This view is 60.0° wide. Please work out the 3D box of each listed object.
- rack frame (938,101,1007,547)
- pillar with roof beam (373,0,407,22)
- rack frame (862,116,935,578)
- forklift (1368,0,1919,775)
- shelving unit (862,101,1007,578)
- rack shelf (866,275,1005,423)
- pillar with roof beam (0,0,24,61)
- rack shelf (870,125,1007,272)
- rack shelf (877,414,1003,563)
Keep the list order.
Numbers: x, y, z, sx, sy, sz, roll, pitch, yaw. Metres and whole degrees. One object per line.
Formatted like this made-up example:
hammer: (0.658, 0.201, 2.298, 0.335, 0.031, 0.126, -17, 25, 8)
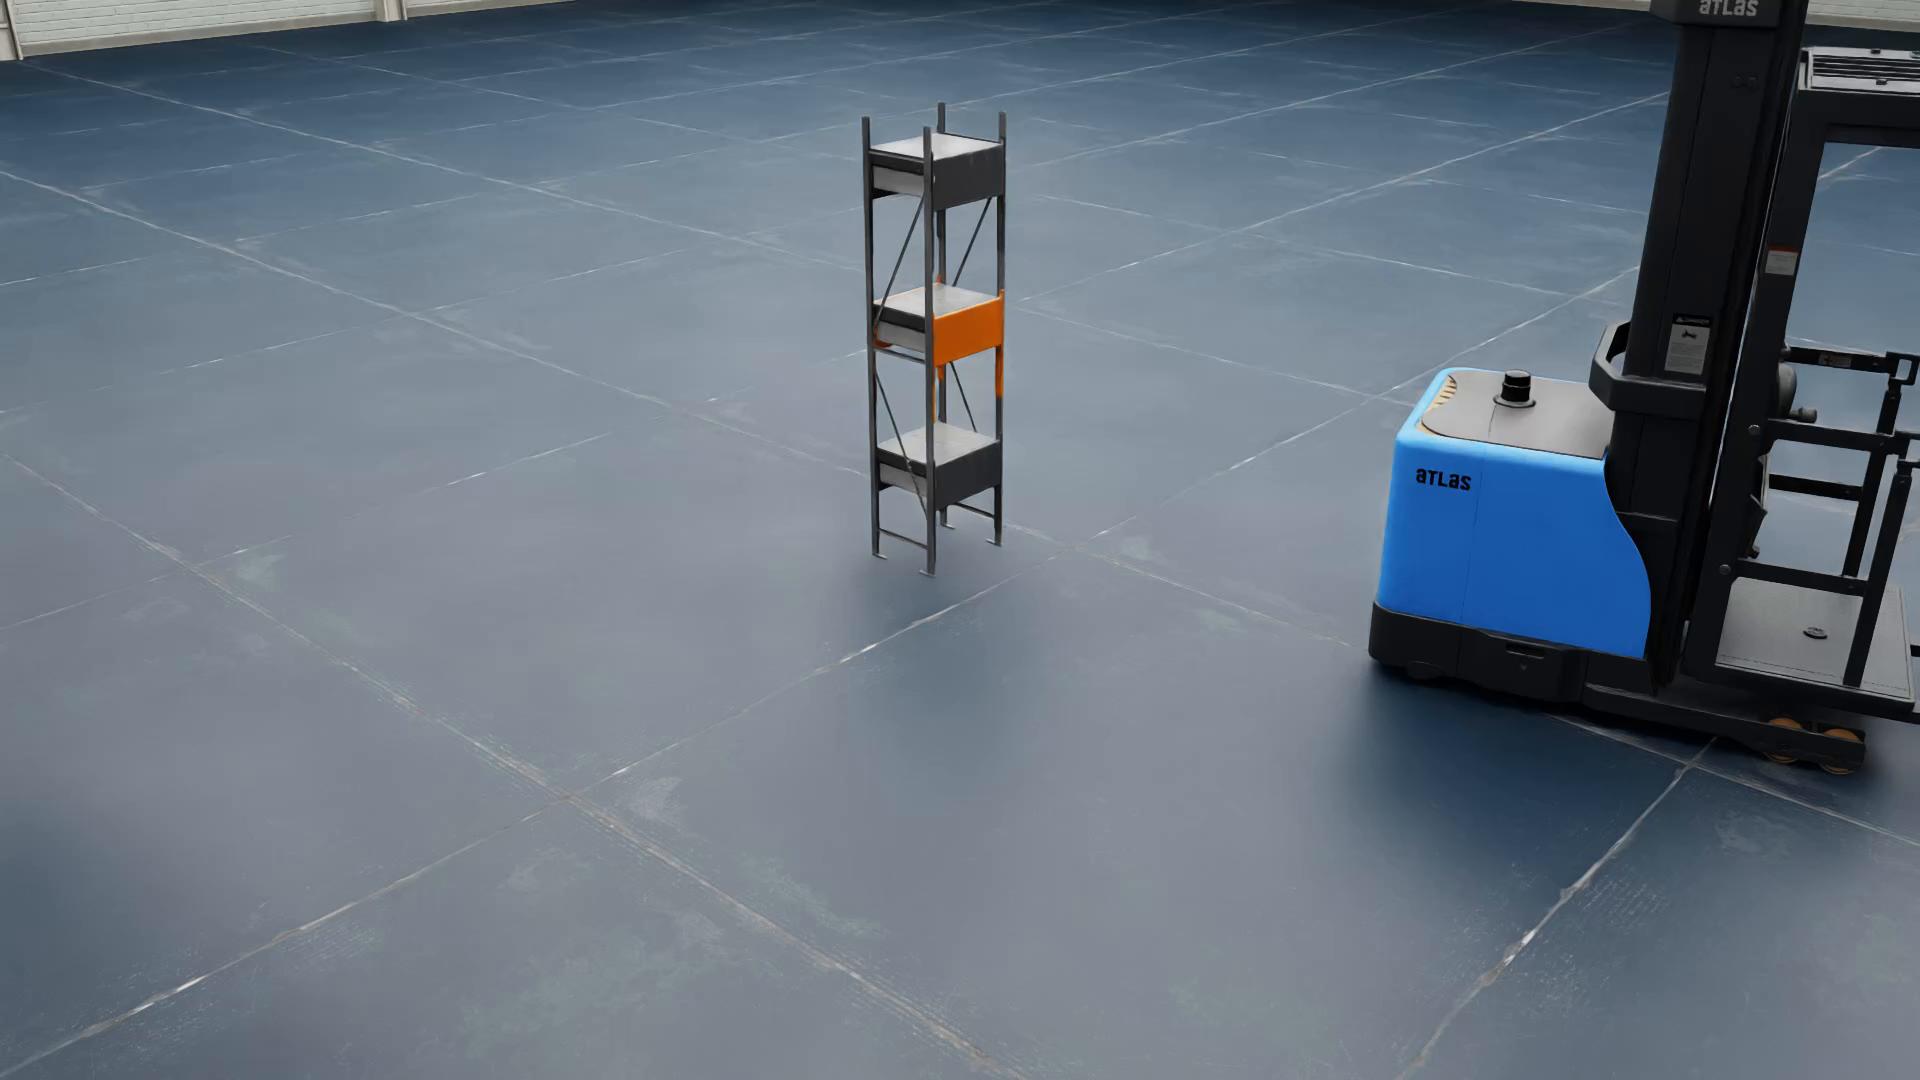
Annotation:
rack frame: (0.052, -0.982, 7.874, 0.400, 2.100, 0.015, 20, 31, 38)
pillar with roof beam: (-6.111, -11.455, 22.799, 9.100, 9.000, 0.400, 20, 31, 38)
rack frame: (-0.273, -0.833, 7.542, 0.400, 2.100, 0.015, 20, 31, 38)
forklift: (3.280, -0.701, 6.230, 3.031, 2.935, 1.130, 11, 26, 23)
shelving unit: (-0.110, -0.908, 7.708, 0.431, 2.100, 0.503, 20, 31, 38)
rack shelf: (-0.110, -0.895, 7.714, 0.431, 0.518, 0.480, 20, 31, 38)
pillar with roof beam: (-10.115, -9.627, 18.722, 9.100, 9.000, 0.400, 20, 31, 38)
rack shelf: (-0.110, -1.534, 7.427, 0.431, 0.518, 0.480, 20, 31, 38)
rack shelf: (-0.110, -0.256, 8.000, 0.431, 0.518, 0.480, 20, 31, 38)
